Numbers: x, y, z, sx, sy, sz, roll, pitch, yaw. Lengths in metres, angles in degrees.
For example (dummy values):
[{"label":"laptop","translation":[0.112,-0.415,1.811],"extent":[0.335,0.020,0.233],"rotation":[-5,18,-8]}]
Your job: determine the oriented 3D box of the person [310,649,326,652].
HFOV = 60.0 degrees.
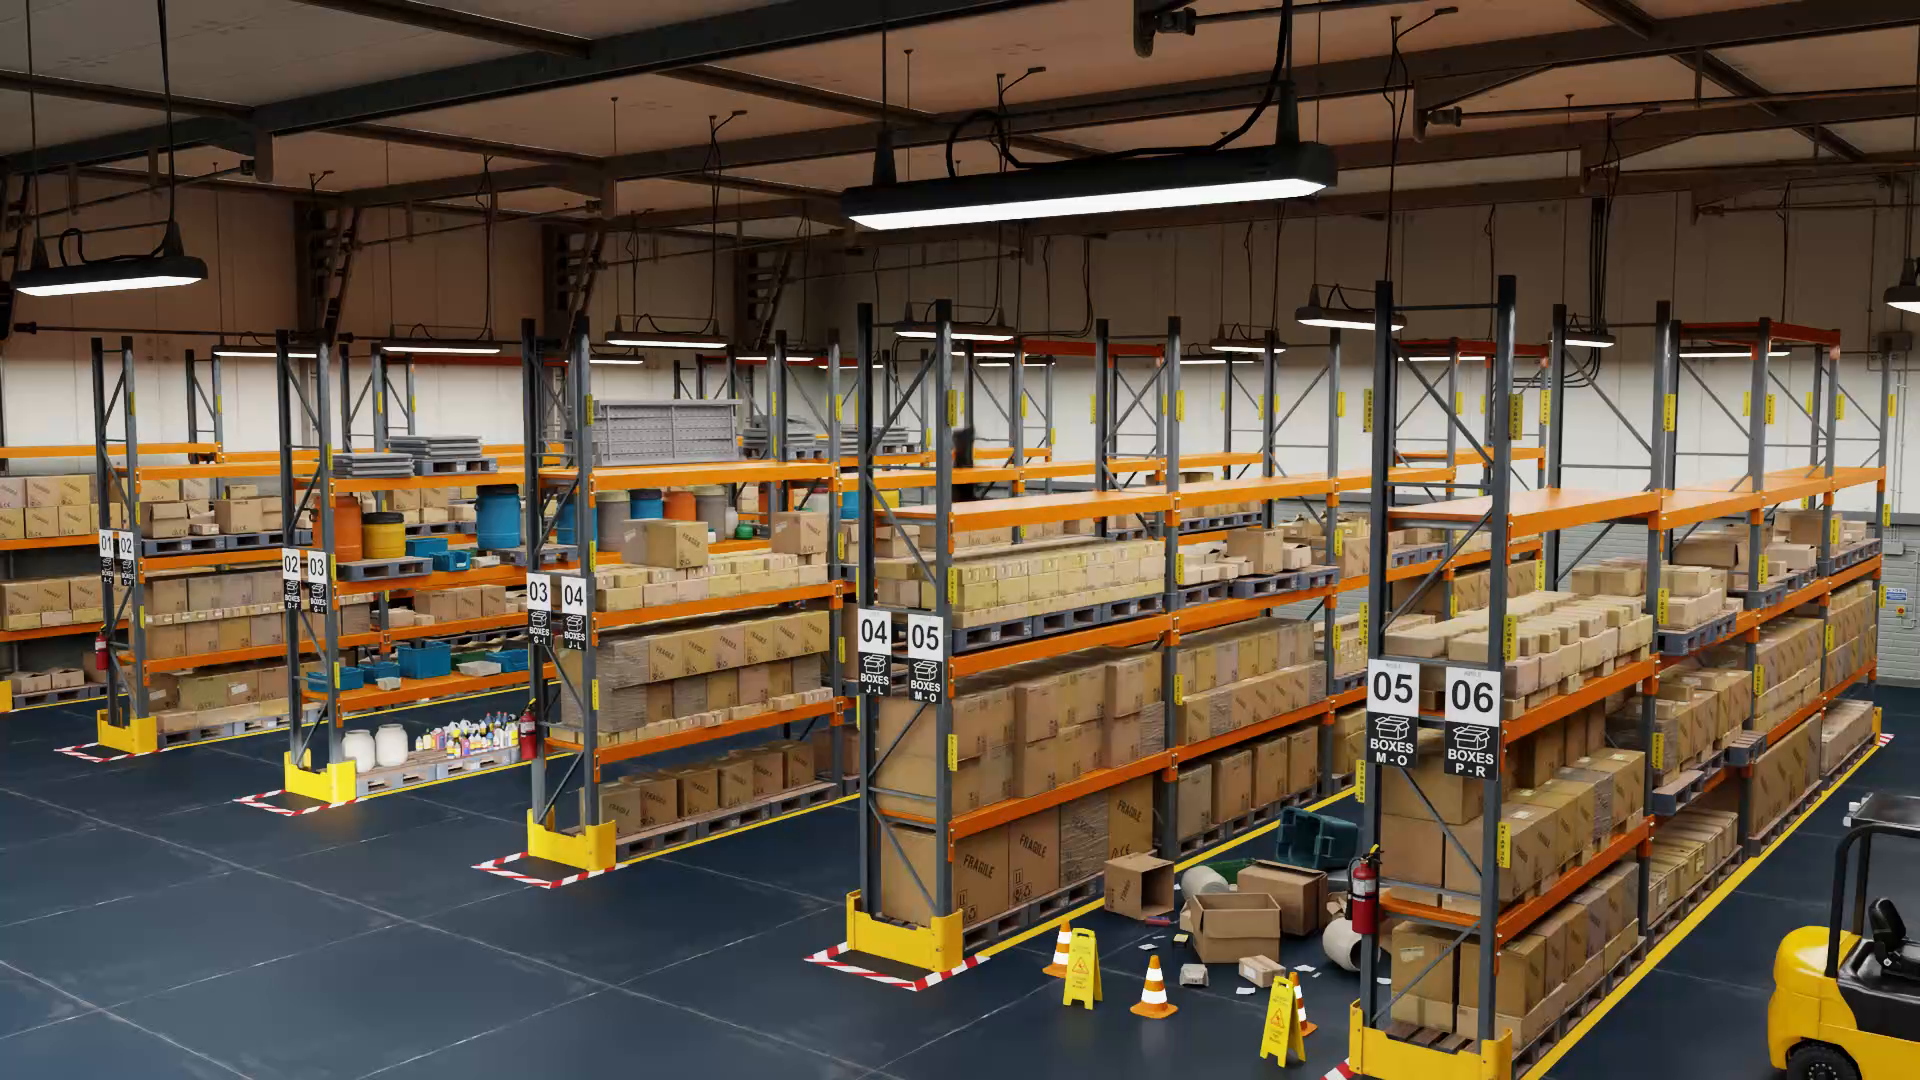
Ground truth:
[{"label":"person","translation":[-11.582,1.776,30.007],"extent":[0.635,1.619,0.757],"rotation":[-1,5,-13]}]
